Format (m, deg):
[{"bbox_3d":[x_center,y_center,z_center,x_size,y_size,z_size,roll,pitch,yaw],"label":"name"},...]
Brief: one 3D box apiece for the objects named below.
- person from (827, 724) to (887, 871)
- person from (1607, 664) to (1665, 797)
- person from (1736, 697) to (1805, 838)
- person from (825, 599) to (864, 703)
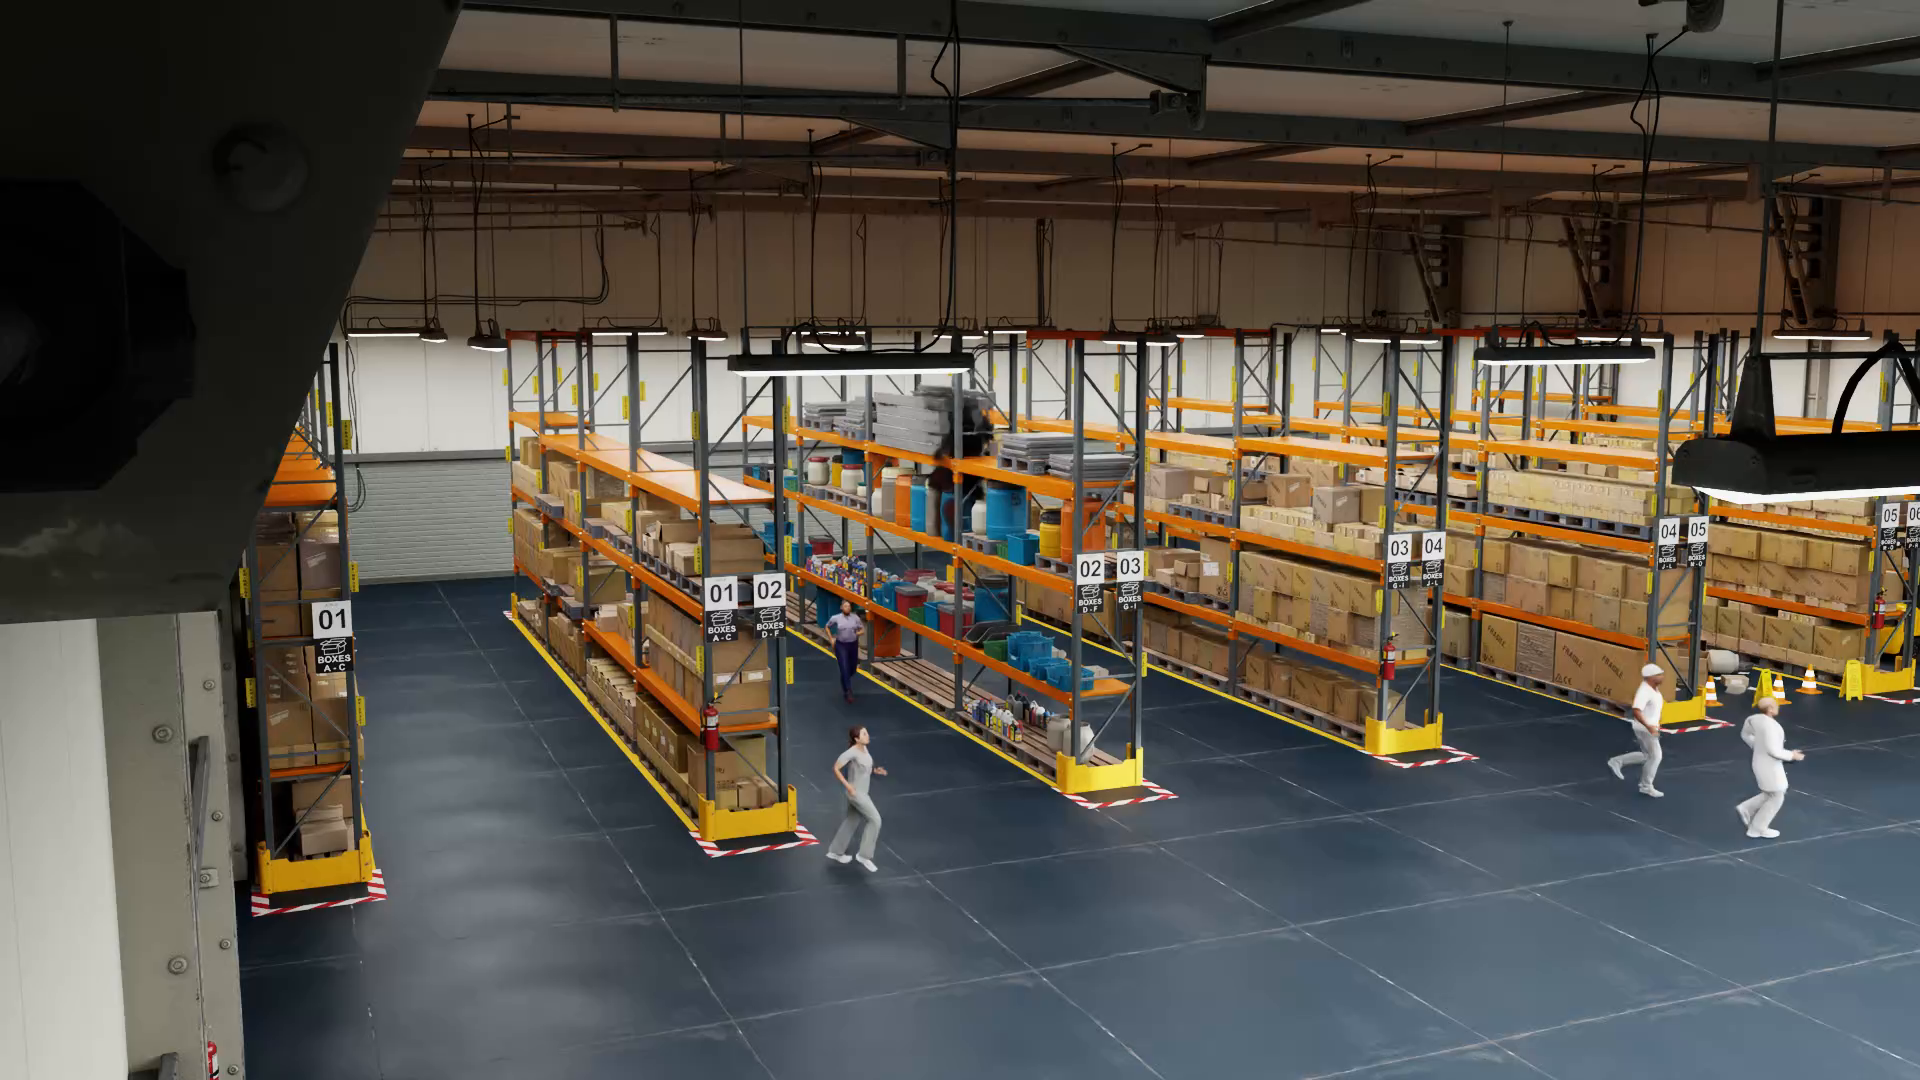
[{"bbox_3d":[-1.189,2.948,19.027,0.710,1.695,0.557,1,8,10],"label":"person"},{"bbox_3d":[8.981,2.490,22.018,0.729,1.760,0.685,4,9,25],"label":"person"},{"bbox_3d":[9.797,2.743,20.113,0.653,1.729,0.703,1,8,6],"label":"person"},{"bbox_3d":[-1.873,1.787,27.387,0.610,1.630,0.939,-4,9,-25],"label":"person"}]
